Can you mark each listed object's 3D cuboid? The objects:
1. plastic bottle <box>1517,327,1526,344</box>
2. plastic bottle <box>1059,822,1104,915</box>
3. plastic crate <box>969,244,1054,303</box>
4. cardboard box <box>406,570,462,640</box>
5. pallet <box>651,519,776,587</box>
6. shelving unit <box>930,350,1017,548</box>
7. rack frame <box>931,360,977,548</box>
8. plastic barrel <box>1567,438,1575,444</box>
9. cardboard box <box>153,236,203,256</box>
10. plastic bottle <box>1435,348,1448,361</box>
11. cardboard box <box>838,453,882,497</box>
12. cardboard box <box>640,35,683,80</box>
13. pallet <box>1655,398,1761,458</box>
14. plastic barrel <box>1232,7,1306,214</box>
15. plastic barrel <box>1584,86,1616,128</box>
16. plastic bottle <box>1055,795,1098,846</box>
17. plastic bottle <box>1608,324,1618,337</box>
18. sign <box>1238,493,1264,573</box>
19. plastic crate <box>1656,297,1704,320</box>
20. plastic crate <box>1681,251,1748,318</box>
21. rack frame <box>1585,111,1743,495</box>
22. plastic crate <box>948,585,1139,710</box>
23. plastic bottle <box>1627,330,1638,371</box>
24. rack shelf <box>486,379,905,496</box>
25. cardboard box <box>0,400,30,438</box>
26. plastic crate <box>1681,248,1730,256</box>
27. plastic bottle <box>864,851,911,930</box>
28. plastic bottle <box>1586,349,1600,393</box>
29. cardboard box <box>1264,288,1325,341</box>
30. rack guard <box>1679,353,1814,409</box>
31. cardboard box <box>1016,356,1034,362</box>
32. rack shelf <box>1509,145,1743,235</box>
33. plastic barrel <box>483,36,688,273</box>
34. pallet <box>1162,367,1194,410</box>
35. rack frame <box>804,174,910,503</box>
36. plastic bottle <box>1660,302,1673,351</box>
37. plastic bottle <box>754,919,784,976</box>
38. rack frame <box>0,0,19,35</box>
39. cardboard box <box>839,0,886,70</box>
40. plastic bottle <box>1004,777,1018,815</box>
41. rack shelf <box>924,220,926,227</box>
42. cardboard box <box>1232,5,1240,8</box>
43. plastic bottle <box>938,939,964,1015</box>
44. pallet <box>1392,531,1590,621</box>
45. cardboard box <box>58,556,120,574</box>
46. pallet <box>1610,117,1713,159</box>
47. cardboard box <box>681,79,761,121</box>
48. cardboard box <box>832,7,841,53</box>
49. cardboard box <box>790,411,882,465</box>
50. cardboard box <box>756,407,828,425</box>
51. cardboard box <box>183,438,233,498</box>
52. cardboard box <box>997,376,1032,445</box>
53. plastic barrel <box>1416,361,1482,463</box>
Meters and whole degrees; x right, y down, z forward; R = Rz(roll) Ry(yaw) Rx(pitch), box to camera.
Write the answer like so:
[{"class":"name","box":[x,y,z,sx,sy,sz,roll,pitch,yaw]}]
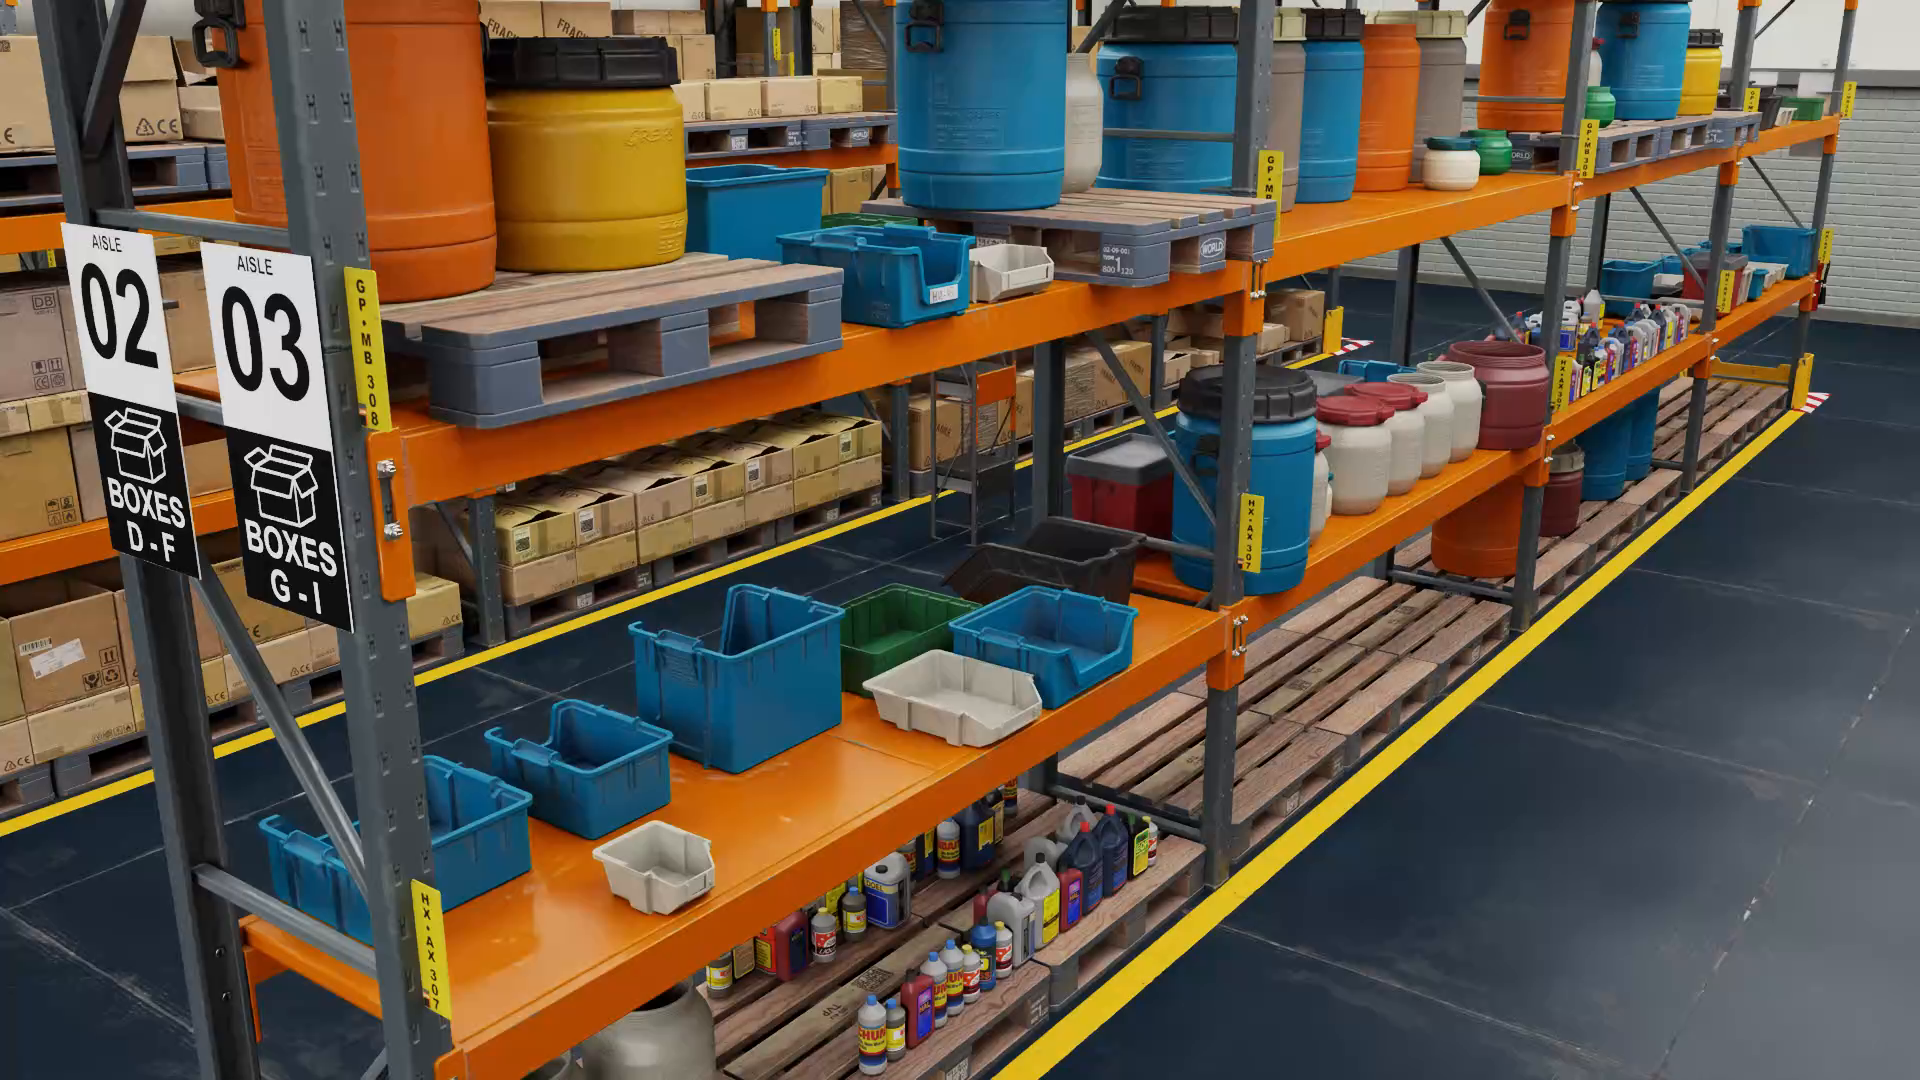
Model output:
[{"class":"plastic bottle","box":[3.944,-1.355,11.745,0.061,0.283,0.133,12,21,35]},{"class":"plastic bottle","box":[0.488,1.310,6.693,0.144,0.351,0.185,11,20,32]},{"class":"plastic crate","box":[0.123,-0.848,5.304,0.243,0.136,0.396,12,21,35]},{"class":"cardboard box","box":[-3.322,0.390,9.858,0.500,0.250,0.500,12,21,35]},{"class":"pallet","box":[-2.087,-0.014,11.933,1.003,0.211,1.213,12,21,35]},{"class":"shelving unit","box":[0.099,-1.042,12.059,0.431,2.100,0.503,12,21,35]},{"class":"rack frame","box":[-0.047,-0.984,11.872,0.400,2.100,0.015,12,21,35]},{"class":"plastic barrel","box":[4.354,-0.499,12.280,0.421,0.512,0.421,0,17,0]},{"class":"cardboard box","box":[-6.532,-2.251,13.524,0.700,0.500,0.500,15,23,40]},{"class":"plastic bottle","box":[3.174,-1.119,10.986,0.061,0.283,0.133,12,21,35]},{"class":"cardboard box","box":[-0.955,-0.543,12.863,0.500,0.250,0.500,13,21,36]},{"class":"cardboard box","box":[-3.327,-5.008,17.343,0.700,0.500,0.500,12,21,34]},{"class":"pallet","box":[6.655,-1.043,15.246,1.003,0.211,1.213,12,21,35]},{"class":"plastic barrel","box":[1.273,-1.982,7.667,0.600,0.901,0.600,0,17,0]},{"class":"plastic barrel","box":[3.954,-2.719,10.436,0.294,0.245,0.294,0,17,0]},{"class":"plastic bottle","box":[0.487,1.239,6.922,0.144,0.351,0.185,12,21,35]},{"class":"plastic bottle","box":[4.699,-1.411,11.948,0.097,0.271,0.097,0,17,0]},{"class":"sign","box":[1.190,-0.028,6.808,0.100,0.325,0.005,12,21,35]},{"class":"plastic crate","box":[5.914,-1.889,13.612,0.396,0.136,0.243,12,21,35]},{"class":"plastic crate","box":[6.255,-2.128,13.830,0.402,0.464,0.583,12,21,35]},{"class":"rack frame","box":[5.522,-1.901,13.307,1.000,3.000,0.127,12,21,35]},{"class":"plastic crate","box":[0.314,0.387,6.190,0.499,0.251,0.616,12,21,35]},{"class":"plastic bottle","box":[4.709,-1.336,11.686,0.061,0.283,0.133,12,21,35]},{"class":"rack shelf","box":[-2.029,-1.004,11.633,1.077,0.370,4.000,12,21,35]},{"class":"cardboard box","box":[-4.584,-0.578,7.784,0.380,0.149,0.250,12,21,33]},{"class":"plastic crate","box":[7.101,-2.645,15.883,0.416,0.233,0.300,12,21,35]},{"class":"plastic bottle","box":[-0.291,1.381,6.591,0.152,0.276,0.135,12,21,35]},{"class":"plastic bottle","box":[4.185,-1.127,11.013,0.061,0.283,0.133,12,21,35]},{"class":"cardboard box","box":[3.803,-2.573,18.944,0.500,0.500,0.500,12,21,35]},{"class":"rack guard","box":[7.909,-1.668,16.771,1.175,0.500,0.348,12,21,35]},{"class":"cardboard box","box":[0.449,-1.474,15.407,0.500,0.500,0.500,13,21,35]},{"class":"rack shelf","box":[4.330,-2.513,11.434,1.077,0.370,4.000,12,21,35]},{"class":"plastic barrel","box":[-1.051,-1.060,4.514,0.600,0.588,0.600,0,17,0]},{"class":"pallet","box":[1.956,-1.608,17.068,1.003,0.211,1.213,12,21,35]},{"class":"rack frame","box":[-0.838,-1.824,13.060,1.000,3.000,0.127,12,21,35]},{"class":"plastic bottle","box":[5.237,-1.600,12.423,0.144,0.351,0.185,12,21,35]},{"class":"plastic bottle","box":[-0.714,1.478,6.277,0.152,0.276,0.135,13,21,35]},{"class":"rack frame","box":[-7.201,-4.611,11.918,1.000,3.000,0.127,12,21,35]},{"class":"cardboard box","box":[-0.573,-3.885,12.783,0.500,0.500,0.500,12,21,35]},{"class":"plastic bottle","box":[0.213,1.096,7.515,0.097,0.271,0.097,0,17,0]},{"class":"rack shelf","box":[-1.243,-3.784,20.585,1.077,0.370,4.000,12,21,35]},{"class":"cardboard box","box":[2.510,-5.071,16.605,0.700,0.500,0.500,12,21,35]},{"class":"plastic bottle","box":[-0.034,1.568,5.995,0.097,0.271,0.097,0,17,0]},{"class":"pallet","box":[3.575,0.189,11.281,1.003,0.211,1.213,12,21,35]},{"class":"cardboard box","box":[-4.641,0.296,8.897,0.500,0.500,0.500,12,21,35]},{"class":"pallet","box":[4.460,-2.768,11.361,1.003,0.211,1.213,12,21,35]},{"class":"cardboard box","box":[-1.710,-3.005,11.351,0.500,0.250,0.500,12,21,34]},{"class":"cardboard box","box":[-1.484,-5.862,19.118,0.500,0.500,0.500,12,21,34]},{"class":"cardboard box","box":[-0.952,-0.811,12.781,0.500,0.311,0.500,13,22,36]},{"class":"cardboard box","box":[-1.385,-0.907,13.088,0.500,0.311,0.500,13,22,37]},{"class":"cardboard box","box":[-4.091,-0.567,8.843,0.700,0.500,0.500,13,21,35]},{"class":"cardboard box","box":[0.273,-1.143,14.339,0.500,0.500,0.500,12,21,34]},{"class":"plastic barrel","box":[2.697,-0.719,9.312,0.421,0.512,0.421,0,17,0]}]
